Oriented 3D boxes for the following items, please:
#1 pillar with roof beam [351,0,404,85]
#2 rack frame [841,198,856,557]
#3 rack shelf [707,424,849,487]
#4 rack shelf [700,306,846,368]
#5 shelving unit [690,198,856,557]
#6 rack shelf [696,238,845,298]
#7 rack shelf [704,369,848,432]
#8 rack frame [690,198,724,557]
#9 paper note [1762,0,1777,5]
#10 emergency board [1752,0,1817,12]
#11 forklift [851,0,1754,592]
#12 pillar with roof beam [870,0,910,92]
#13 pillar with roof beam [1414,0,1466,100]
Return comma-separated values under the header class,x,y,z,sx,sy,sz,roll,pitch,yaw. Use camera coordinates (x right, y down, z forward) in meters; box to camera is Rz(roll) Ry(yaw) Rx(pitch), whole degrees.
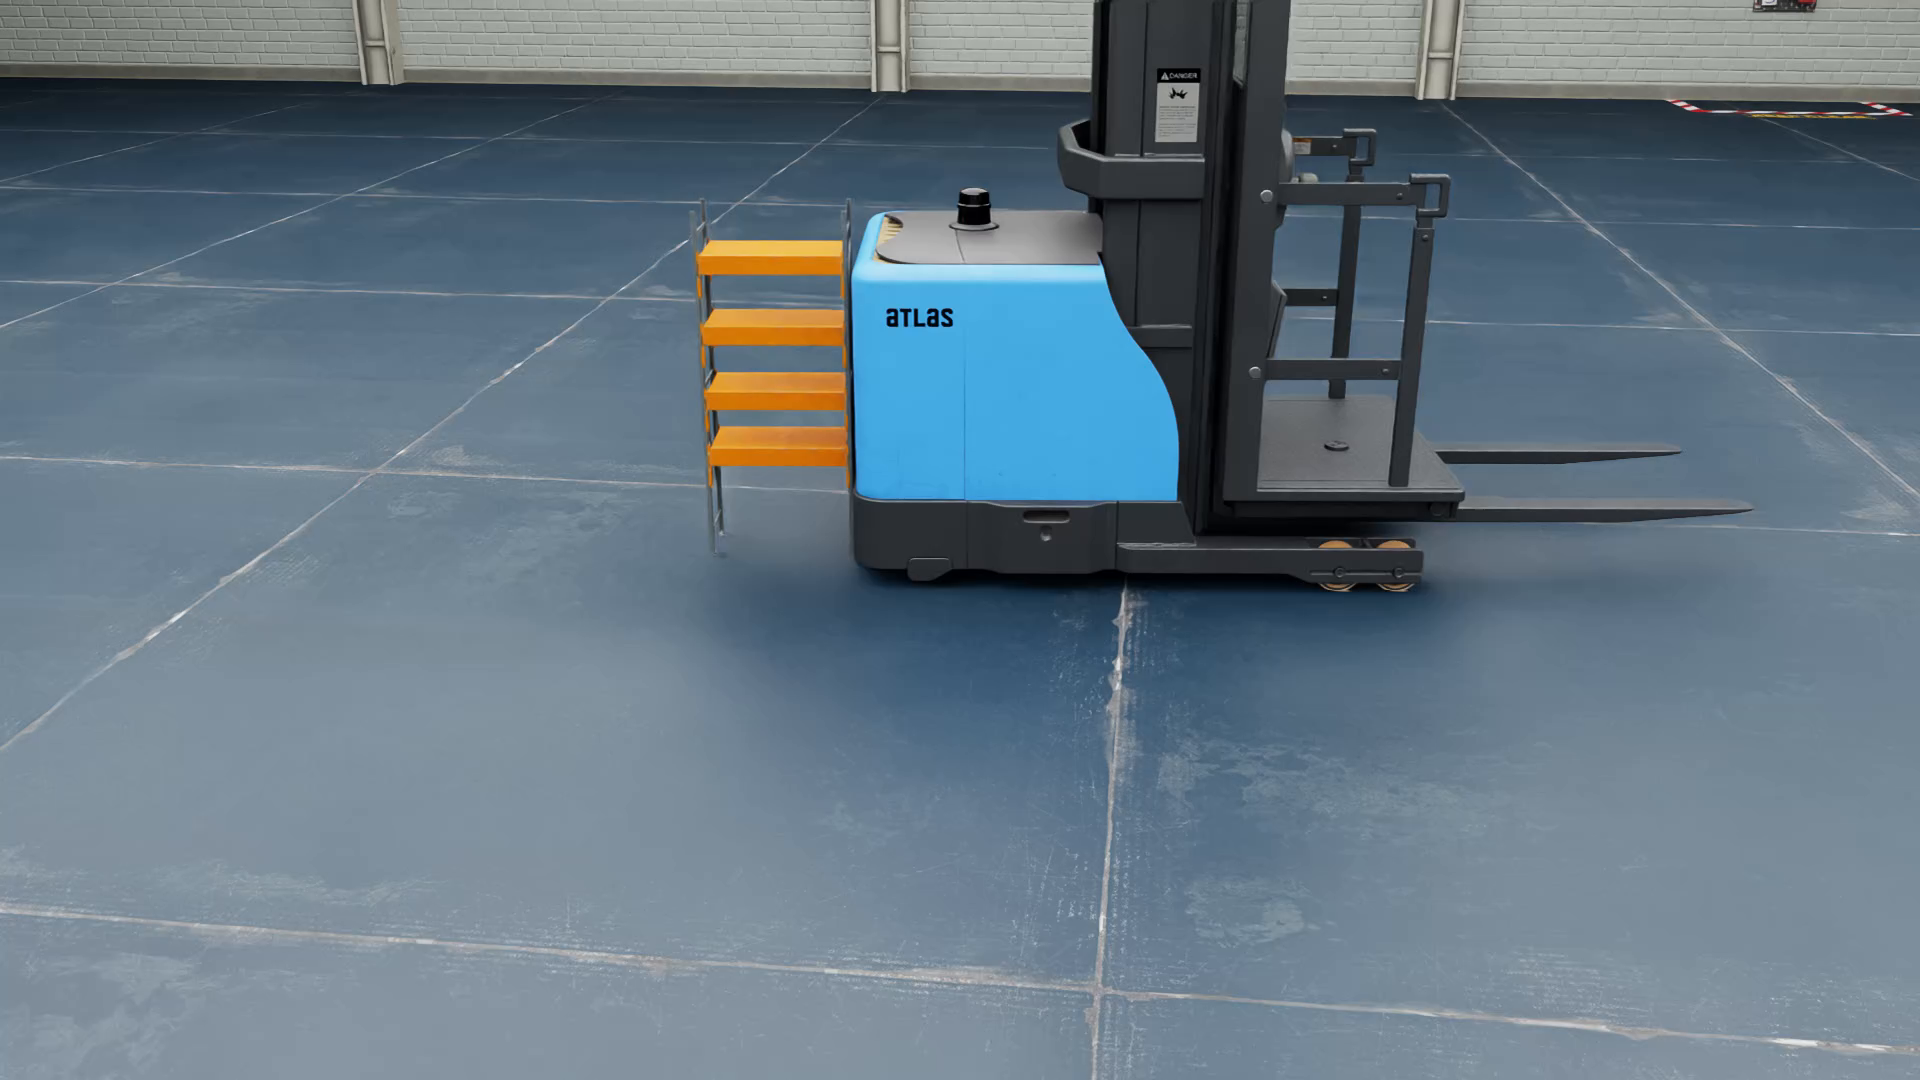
class,x,y,z,sx,sy,sz,roll,pitch,yaw
pillar with roof beam,-7.247,-7.956,13.825,0.400,9.000,9.100,2,22,6
rack frame,-0.373,-0.542,5.680,0.015,1.200,0.240,0,22,0
rack shelf,-0.617,-0.296,5.780,0.480,0.148,0.258,0,22,0
rack shelf,-0.617,-0.689,5.624,0.480,0.148,0.258,0,22,0
shelving unit,-0.617,-0.543,5.682,0.503,1.200,0.258,0,22,0
rack shelf,-0.617,-0.909,5.537,0.480,0.148,0.258,0,22,0
rack shelf,-0.617,-0.481,5.707,0.480,0.148,0.258,0,22,0
rack frame,-0.861,-0.544,5.684,0.015,1.200,0.240,0,22,0
paper note,8.518,-5.704,17.485,0.142,0.148,0.016,2,22,6
emergency board,8.685,-6.080,17.240,0.643,1.169,0.194,2,22,6
forklift,1.163,-1.388,5.463,3.031,2.935,1.130,0,22,0
pillar with roof beam,-1.288,-7.697,13.169,0.400,9.000,9.100,2,22,6
pillar with roof beam,4.670,-7.437,12.512,0.400,9.000,9.100,2,22,6
